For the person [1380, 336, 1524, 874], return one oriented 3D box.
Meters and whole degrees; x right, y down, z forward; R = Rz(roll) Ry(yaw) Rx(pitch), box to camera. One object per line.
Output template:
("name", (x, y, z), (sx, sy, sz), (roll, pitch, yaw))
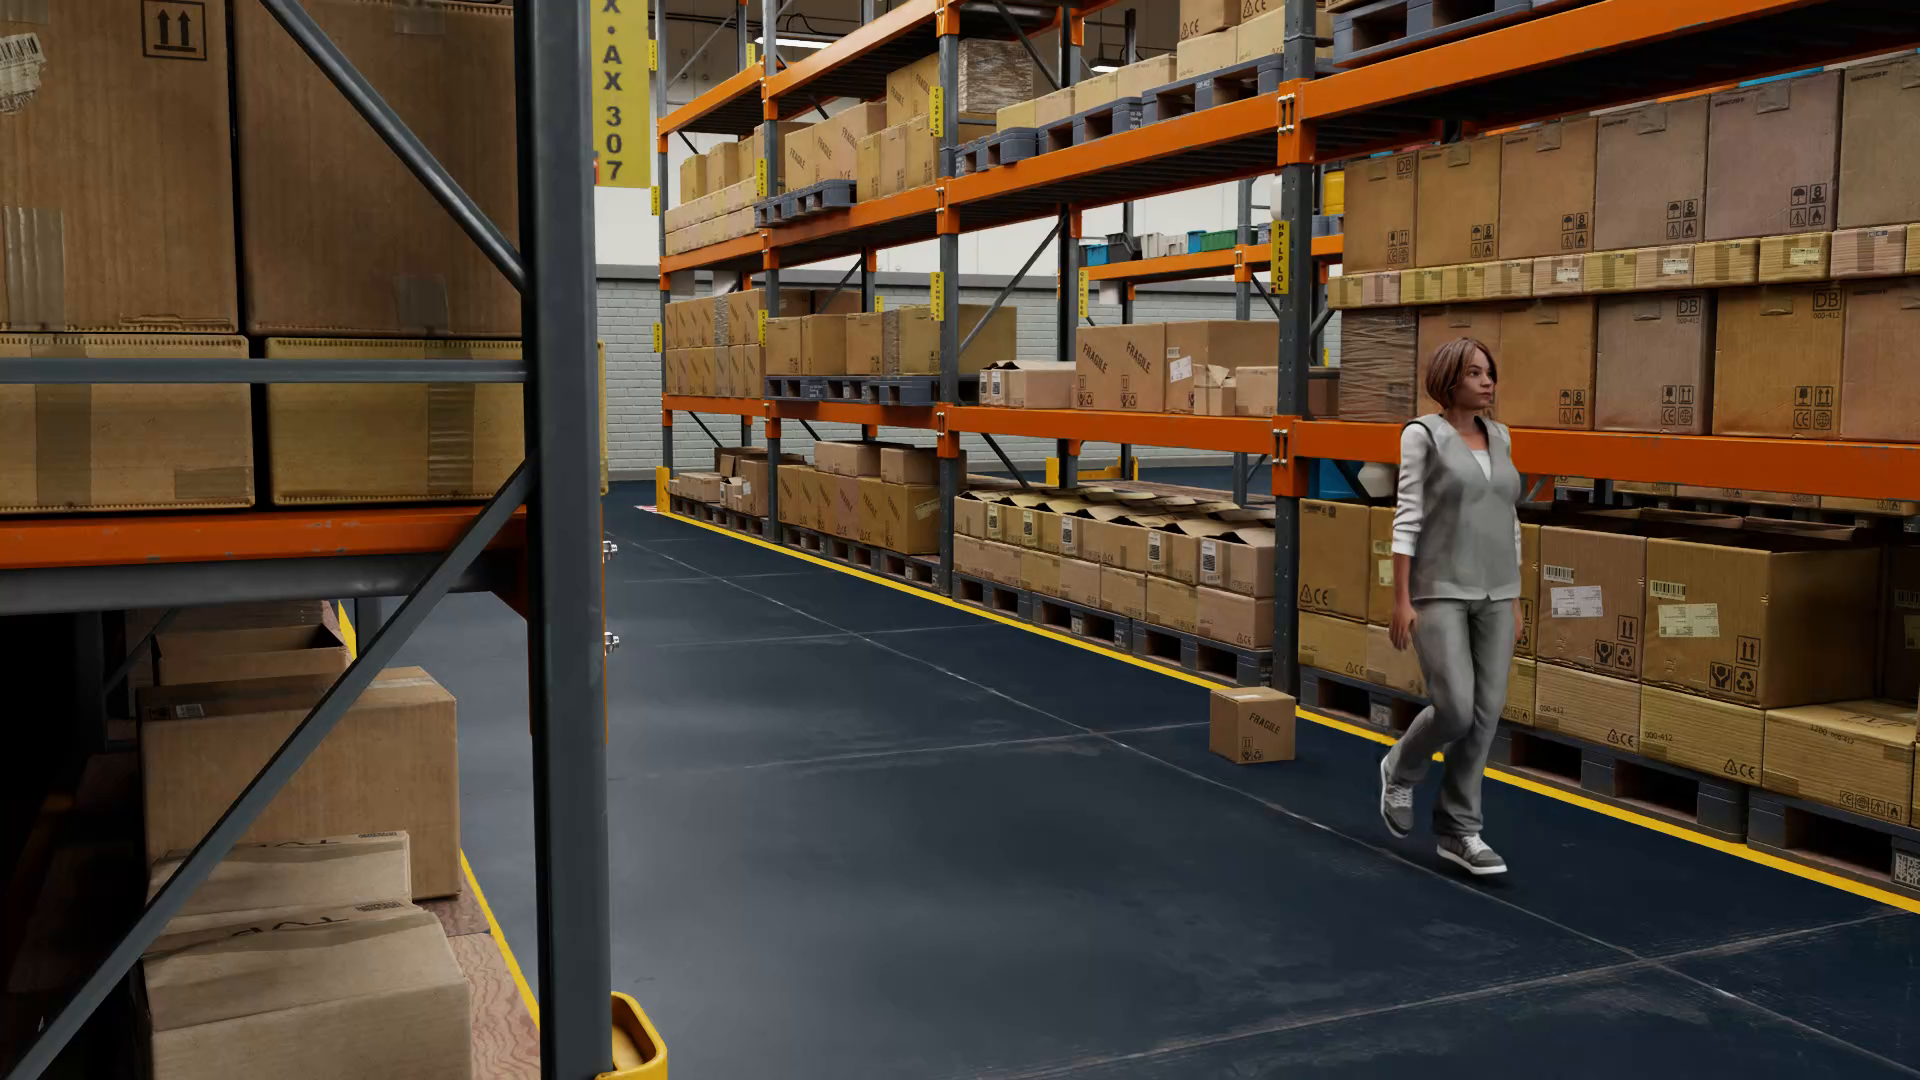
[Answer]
("person", (1.486, 0.190, 4.996), (0.448, 1.594, 0.465), (-2, 6, -19))
